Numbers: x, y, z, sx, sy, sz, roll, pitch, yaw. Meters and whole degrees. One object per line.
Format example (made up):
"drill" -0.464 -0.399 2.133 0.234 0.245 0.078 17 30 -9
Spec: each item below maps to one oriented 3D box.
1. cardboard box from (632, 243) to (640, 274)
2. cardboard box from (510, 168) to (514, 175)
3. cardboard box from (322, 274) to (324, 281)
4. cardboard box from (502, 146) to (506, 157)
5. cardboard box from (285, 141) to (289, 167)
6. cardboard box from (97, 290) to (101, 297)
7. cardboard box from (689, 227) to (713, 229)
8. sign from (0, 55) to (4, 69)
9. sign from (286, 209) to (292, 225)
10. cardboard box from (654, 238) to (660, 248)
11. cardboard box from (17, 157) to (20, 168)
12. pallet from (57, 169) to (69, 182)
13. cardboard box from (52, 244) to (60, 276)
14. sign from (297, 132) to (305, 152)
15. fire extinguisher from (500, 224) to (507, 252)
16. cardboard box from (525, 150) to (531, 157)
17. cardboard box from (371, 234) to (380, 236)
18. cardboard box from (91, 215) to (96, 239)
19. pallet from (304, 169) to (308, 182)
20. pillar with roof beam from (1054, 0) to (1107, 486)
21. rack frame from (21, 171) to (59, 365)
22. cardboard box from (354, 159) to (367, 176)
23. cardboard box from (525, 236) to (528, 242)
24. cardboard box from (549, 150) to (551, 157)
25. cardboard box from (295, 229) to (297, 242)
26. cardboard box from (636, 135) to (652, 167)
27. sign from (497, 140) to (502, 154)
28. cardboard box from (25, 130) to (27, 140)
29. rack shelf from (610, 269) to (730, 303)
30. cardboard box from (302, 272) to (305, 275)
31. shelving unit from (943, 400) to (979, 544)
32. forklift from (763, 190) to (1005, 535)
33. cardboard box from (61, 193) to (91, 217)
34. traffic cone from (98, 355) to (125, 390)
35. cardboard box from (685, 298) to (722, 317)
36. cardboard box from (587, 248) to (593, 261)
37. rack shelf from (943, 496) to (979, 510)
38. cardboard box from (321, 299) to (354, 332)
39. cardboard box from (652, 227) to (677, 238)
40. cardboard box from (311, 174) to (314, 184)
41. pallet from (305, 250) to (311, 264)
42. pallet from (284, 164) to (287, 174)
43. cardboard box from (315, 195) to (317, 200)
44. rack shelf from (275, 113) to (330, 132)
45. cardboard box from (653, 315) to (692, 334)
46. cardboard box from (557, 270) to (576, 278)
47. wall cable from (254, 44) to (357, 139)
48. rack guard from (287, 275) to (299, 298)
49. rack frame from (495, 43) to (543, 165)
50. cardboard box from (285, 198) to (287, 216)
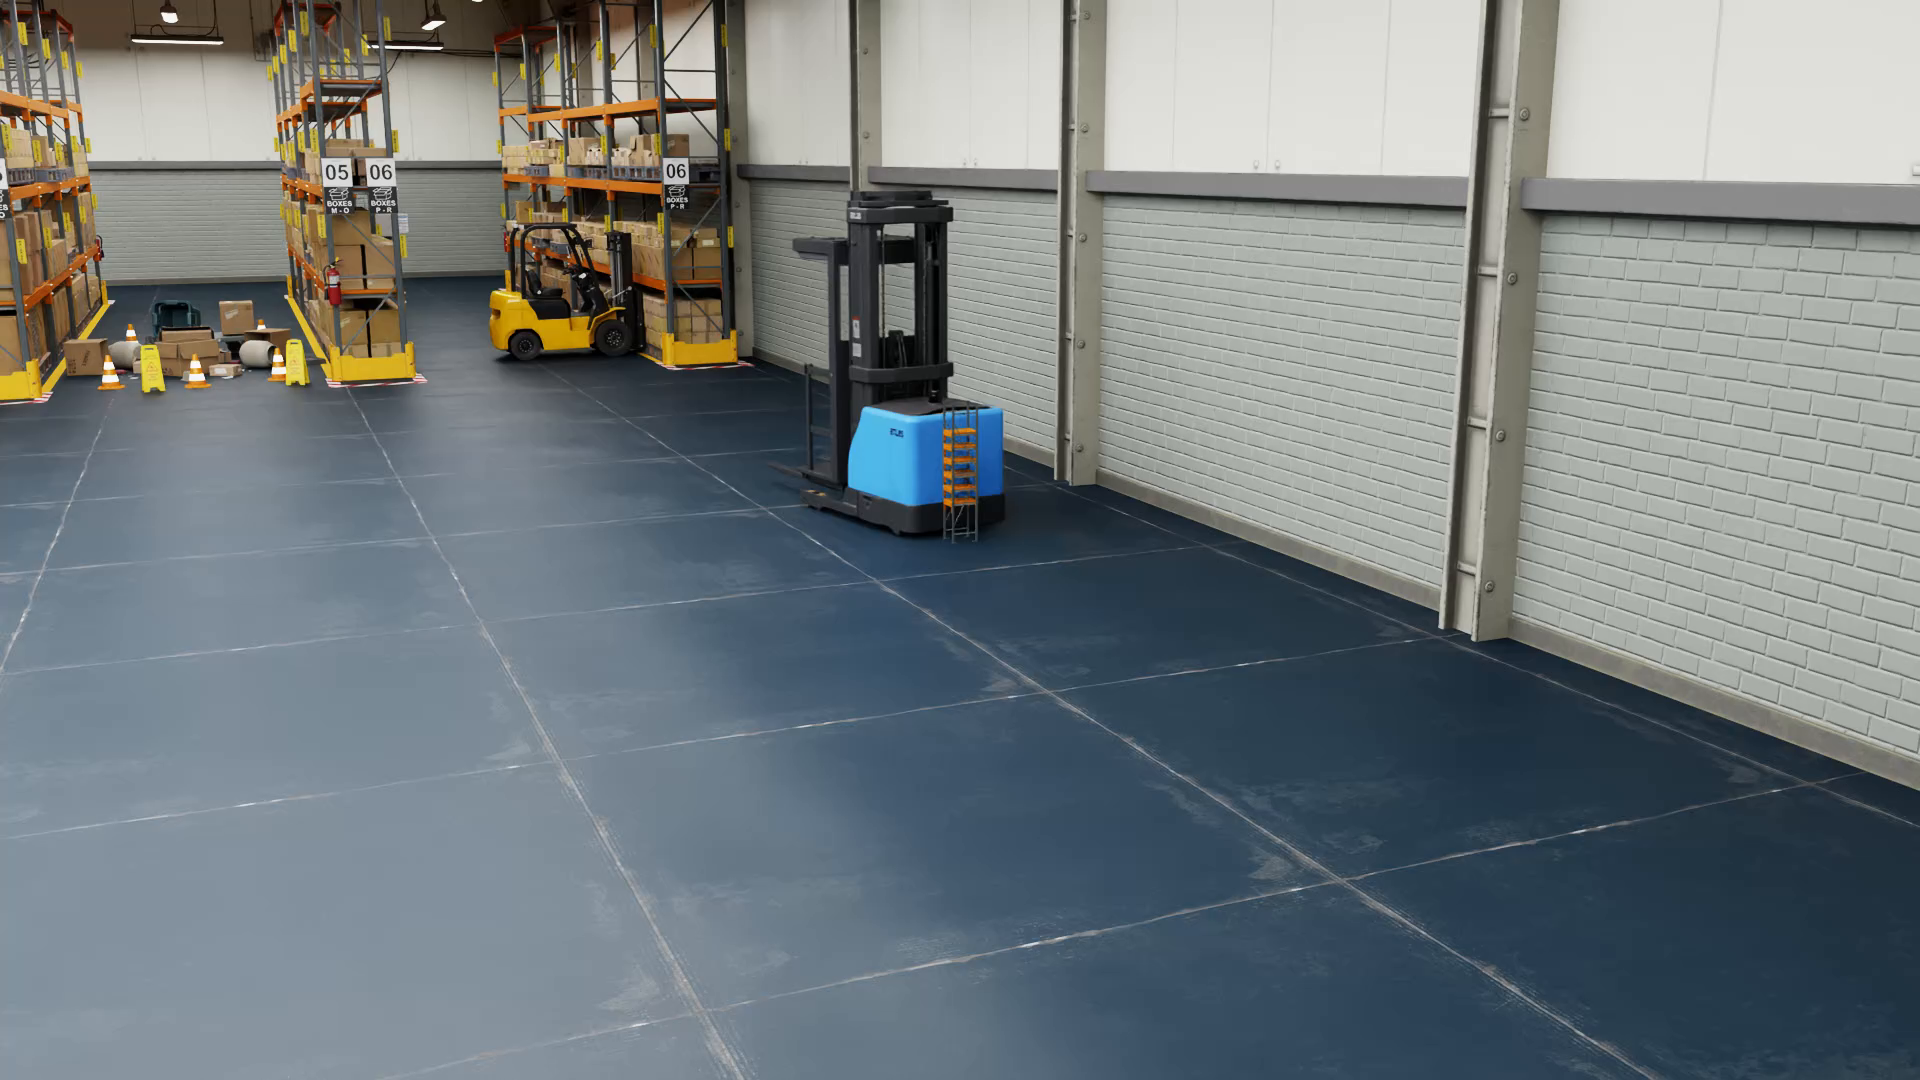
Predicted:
"cardboard box" -5.224 -4.757 28.050 0.500 0.500 0.500 -6 14 -23
"cardboard box" -10.331 -8.651 39.000 0.380 0.149 0.250 -6 14 -23
"cardboard box" -9.856 -4.160 26.248 0.380 0.149 0.250 -6 14 -23
"cardboard box" -10.632 -9.282 39.733 0.500 0.250 0.500 -6 14 -24
"cardboard box" -13.436 -7.850 33.831 0.500 0.500 0.500 -6 14 -24
"cardboard box" -19.023 -5.384 36.372 0.380 0.149 0.250 -5 14 -21
"cardboard box" -4.158 -4.973 26.883 0.380 0.149 0.250 -5 14 -21
"sign" -18.523 -9.247 32.119 0.100 0.325 0.005 -6 14 -23
"sign" -14.031 -6.754 34.803 0.100 0.325 0.005 -6 14 -23
"cardboard box" -4.695 -4.775 26.688 0.380 0.149 0.250 -5 14 -22
"cardboard box" -13.561 -5.349 23.583 0.380 0.149 0.250 -6 14 -23
"pallet" -16.110 -6.291 28.664 1.213 0.211 1.003 -5 14 -20
"cardboard box" -15.179 -4.613 27.425 0.500 0.500 0.500 -6 14 -23
"sign" -10.826 -6.545 27.325 0.100 0.325 0.005 -6 14 -23
"fire extinguisher" -11.062 -7.389 40.640 0.296 0.674 0.183 -6 14 -23
"cardboard box" -9.259 -8.429 36.228 0.380 0.149 0.250 -5 14 -21
"cardboard box" -9.913 -4.815 27.642 0.500 0.500 0.500 -6 14 -24
"cardboard box" -19.205 -6.826 36.331 0.500 0.500 0.500 -5 14 -22
"pallet" -10.469 -6.198 28.262 1.213 0.211 1.003 -6 14 -23
"pillar with roof beam" -2.761 -4.594 14.261 9.100 9.000 0.400 -6 14 -23
"rack frame" -14.814 -4.223 25.964 1.000 3.000 0.127 -6 14 -23
"cardboard box" -8.674 -5.526 24.613 0.500 0.250 0.500 -6 14 -24
"cardboard box" -9.795 -6.924 38.191 0.380 0.149 0.250 -6 14 -24
"cardboard box" -8.303 -8.006 34.447 0.380 0.149 0.250 -6 14 -23
"cardboard box" -12.989 -6.082 33.219 0.500 0.250 0.500 -6 14 -25
"cardboard box" -4.889 -6.367 27.201 0.700 0.500 0.500 -6 14 -23
"sign" -11.076 -9.458 39.990 0.100 0.325 0.005 -6 14 -23
"cardboard box" -14.174 -6.053 24.854 0.380 0.149 0.250 -6 14 -23
"rack shelf" -4.971 -4.376 28.222 1.077 0.370 4.000 -6 14 -23
"cardboard box" -14.395 -5.811 37.576 0.875 0.438 0.875 -5 14 -21
"shelving unit" 0.006 -0.582 14.222 0.258 1.200 0.189 -6 14 -23
"forklift" -0.850 -1.755 15.454 1.130 2.935 3.031 -9 16 -34
"cardboard box" -18.790 -7.100 35.294 0.500 0.500 0.500 -5 14 -20
"traffic cone" -12.123 -2.399 23.708 0.336 0.463 0.334 -6 14 -23
"cardboard box" -4.189 -3.782 27.009 0.500 0.250 0.500 -6 14 -24
"cardboard box" -6.805 -5.462 31.651 0.500 0.250 0.500 -5 14 -21
"rack shelf" 0.006 -0.304 14.286 0.258 0.103 0.180 -6 14 -23
"cardboard box" -10.105 -3.666 27.059 0.500 0.500 0.500 -5 14 -21
"cardboard box" -4.763 -4.978 26.906 0.380 0.149 0.250 -5 14 -22
"cardboard box" -9.983 -5.669 26.117 0.380 0.149 0.250 -6 14 -24
"pallet" -11.538 -5.286 30.984 1.213 0.211 1.003 -6 14 -23
"pallet" -14.326 -8.184 36.621 1.003 0.211 1.213 -6 14 -23
"cardboard box" -13.671 -7.385 35.748 0.380 0.149 0.250 -6 14 -24
"rack shelf" -14.325 -9.134 36.362 1.077 0.370 4.000 -6 14 -23
"cardboard box" -4.651 -3.495 26.875 0.500 0.250 0.500 -6 14 -24
"cardboard box" -8.310 -5.625 35.195 0.380 0.149 0.250 -6 14 -26
"wall cable" -16.972 -11.310 43.280 2.355 3.000 0.029 -6 14 -23
"rack guard" -15.135 -5.957 39.001 1.175 0.500 0.348 -6 14 -23
"rack frame" -10.579 -10.542 39.962 1.000 3.000 0.127 -6 14 -23
"cardboard box" -14.768 -7.369 37.119 0.500 0.500 0.500 -6 14 -23
